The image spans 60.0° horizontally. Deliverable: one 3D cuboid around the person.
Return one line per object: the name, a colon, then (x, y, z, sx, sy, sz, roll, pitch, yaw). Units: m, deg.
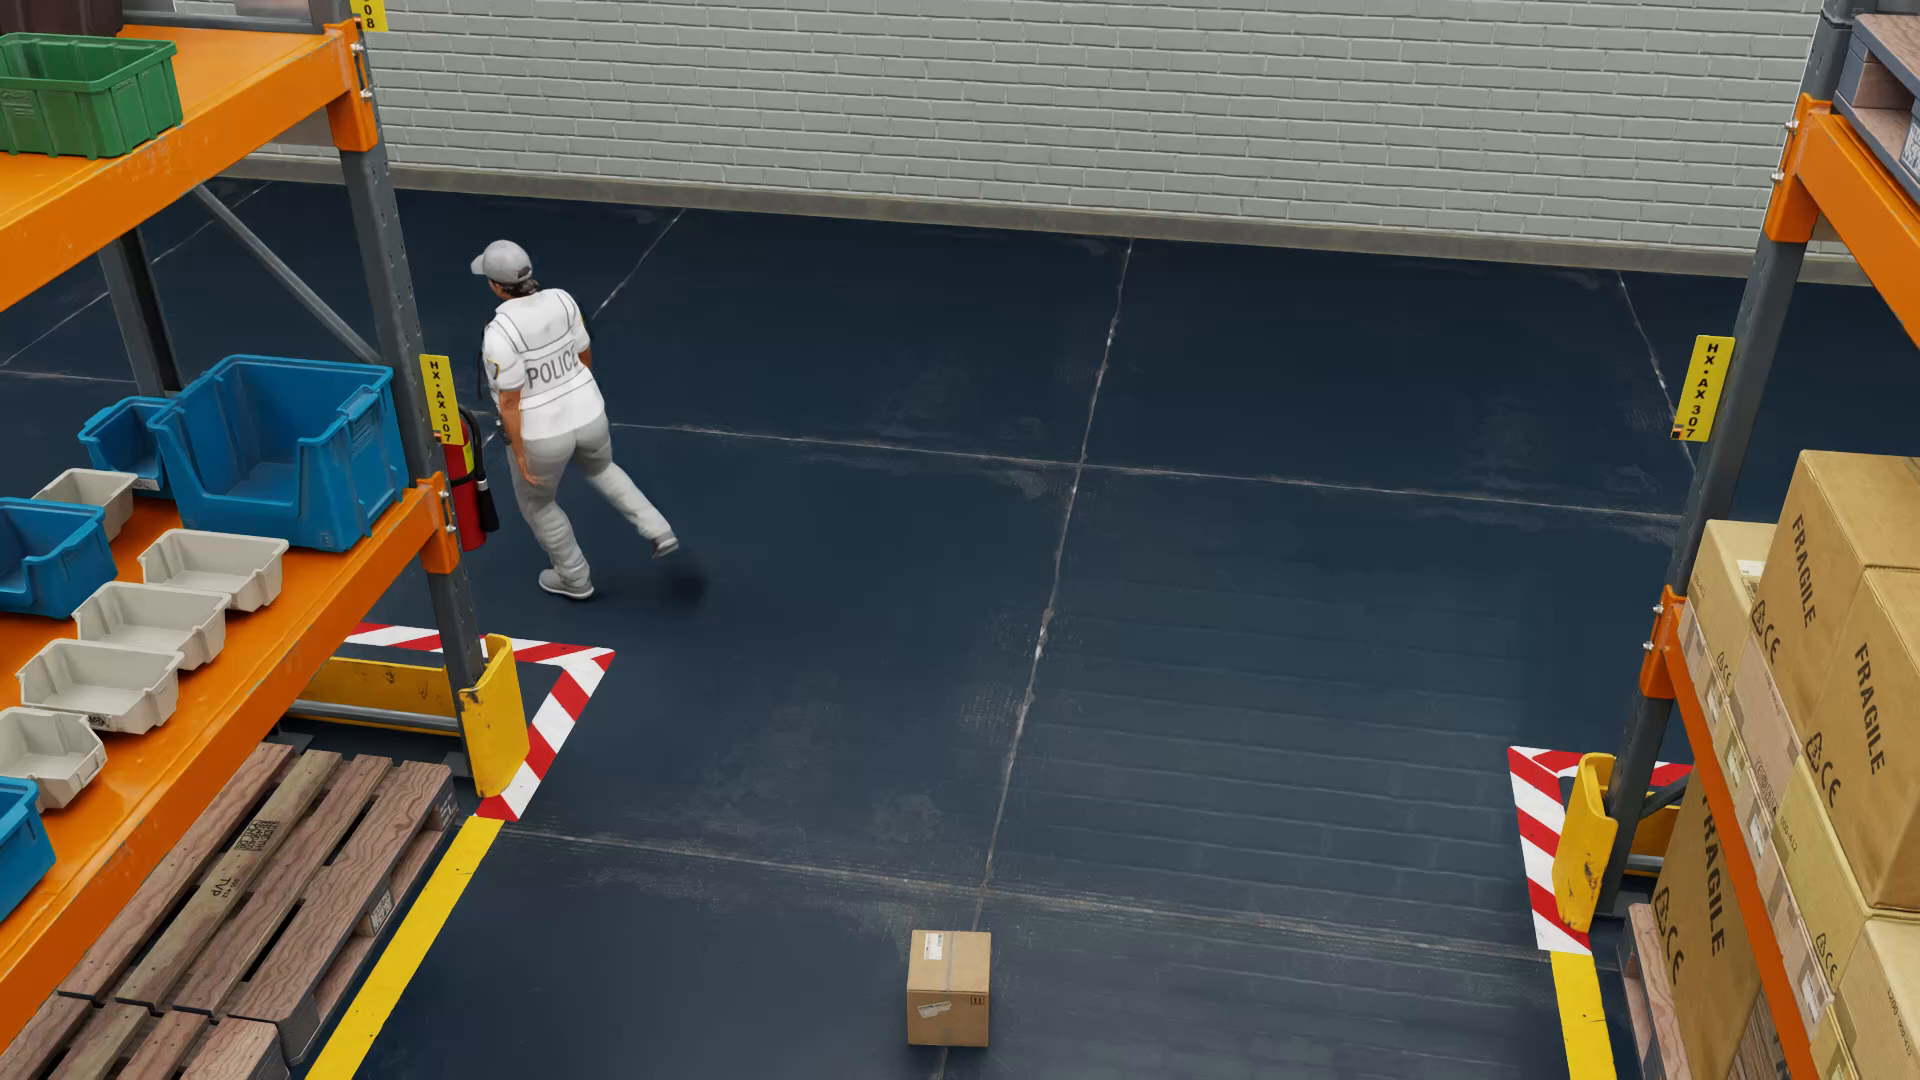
person: (-1.585, -0.473, 6.879, 0.606, 1.640, 0.635, 22, 39, 30)
